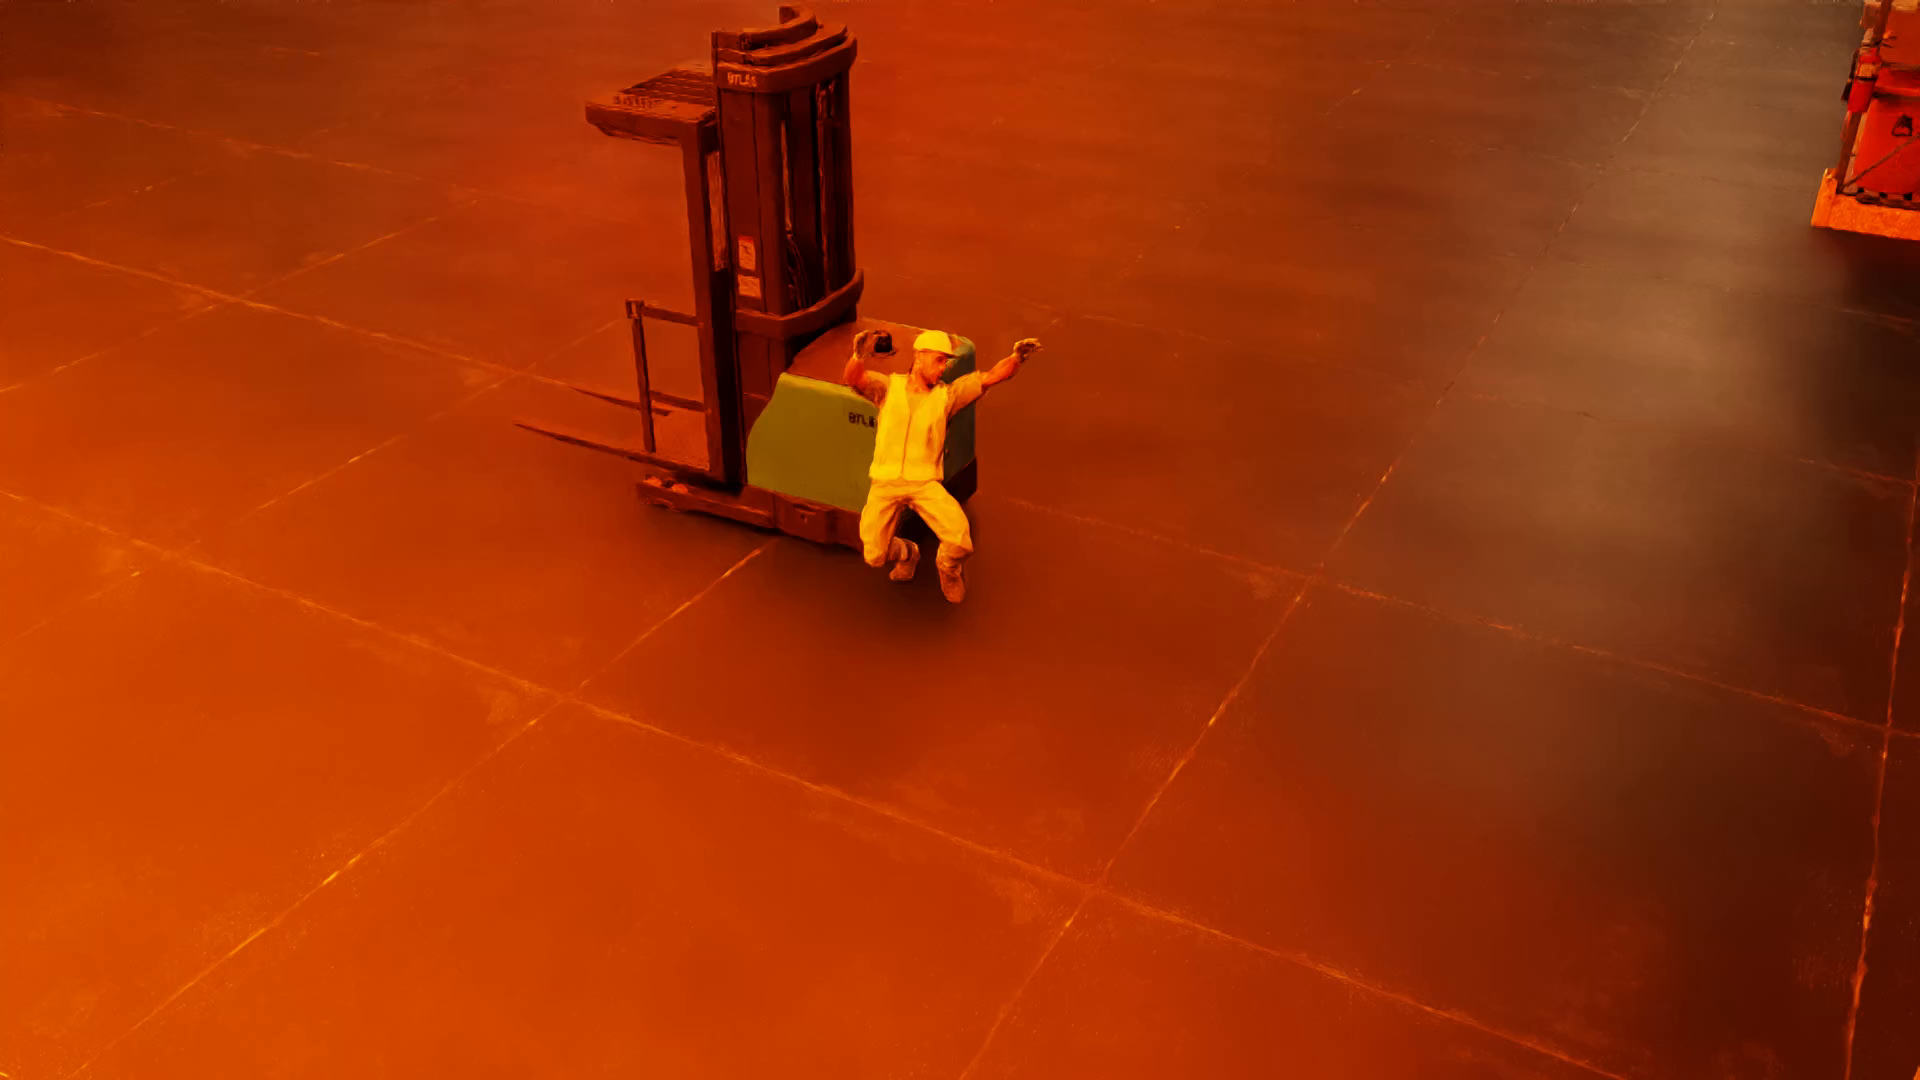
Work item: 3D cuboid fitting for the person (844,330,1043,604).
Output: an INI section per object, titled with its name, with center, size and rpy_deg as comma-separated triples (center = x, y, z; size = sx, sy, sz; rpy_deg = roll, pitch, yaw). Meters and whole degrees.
[person]
center = -0.096, -0.430, 9.087
size = 1.053, 1.674, 0.804
rpy_deg = 4, 30, 6

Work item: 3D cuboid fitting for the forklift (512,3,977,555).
[forklift]
center = -1.444, -1.666, 9.957
size = 3.031, 2.935, 1.130
rpy_deg = 14, 33, 23
